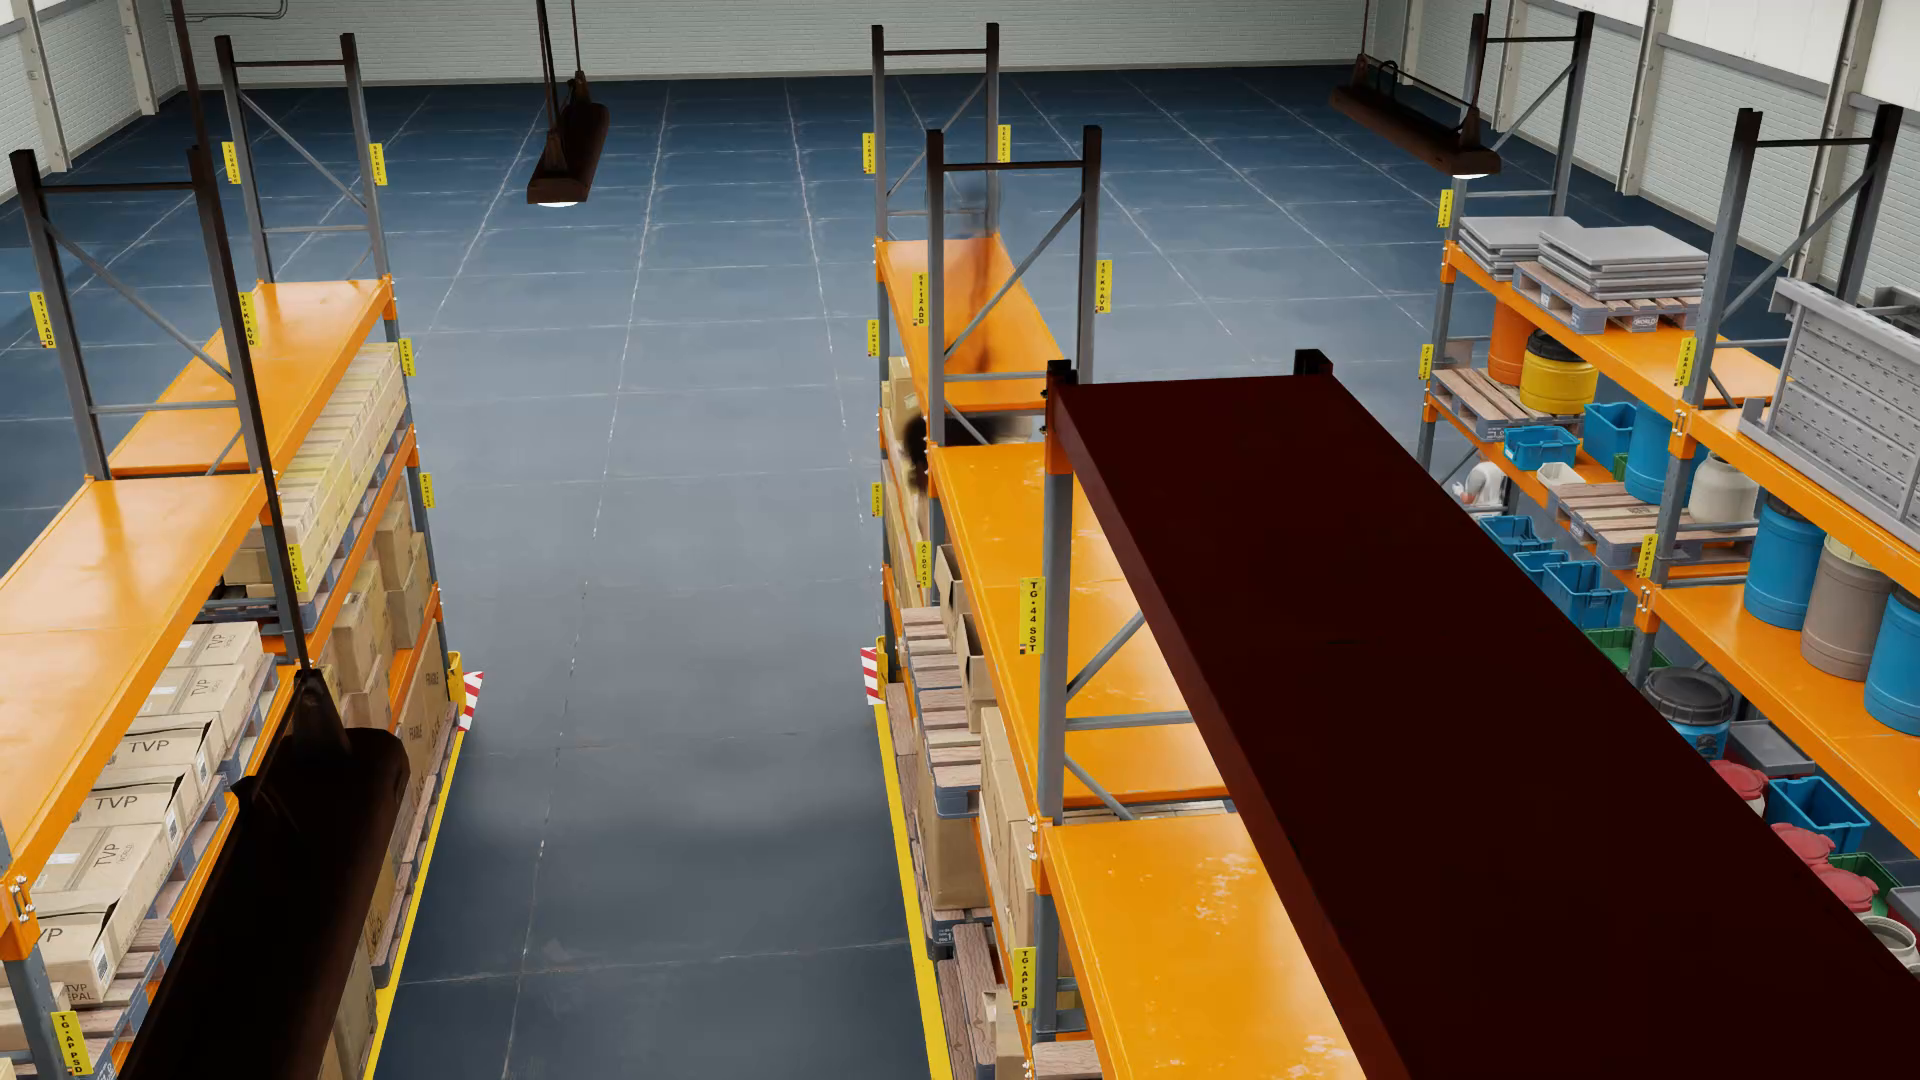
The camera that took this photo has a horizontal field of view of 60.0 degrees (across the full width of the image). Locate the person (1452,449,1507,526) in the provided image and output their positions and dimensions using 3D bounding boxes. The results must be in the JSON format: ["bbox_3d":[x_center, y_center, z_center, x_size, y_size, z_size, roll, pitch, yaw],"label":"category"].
[{"bbox_3d":[5.339,-0.225,16.983,0.713,1.829,0.666,23,34,39],"label":"person"}]
